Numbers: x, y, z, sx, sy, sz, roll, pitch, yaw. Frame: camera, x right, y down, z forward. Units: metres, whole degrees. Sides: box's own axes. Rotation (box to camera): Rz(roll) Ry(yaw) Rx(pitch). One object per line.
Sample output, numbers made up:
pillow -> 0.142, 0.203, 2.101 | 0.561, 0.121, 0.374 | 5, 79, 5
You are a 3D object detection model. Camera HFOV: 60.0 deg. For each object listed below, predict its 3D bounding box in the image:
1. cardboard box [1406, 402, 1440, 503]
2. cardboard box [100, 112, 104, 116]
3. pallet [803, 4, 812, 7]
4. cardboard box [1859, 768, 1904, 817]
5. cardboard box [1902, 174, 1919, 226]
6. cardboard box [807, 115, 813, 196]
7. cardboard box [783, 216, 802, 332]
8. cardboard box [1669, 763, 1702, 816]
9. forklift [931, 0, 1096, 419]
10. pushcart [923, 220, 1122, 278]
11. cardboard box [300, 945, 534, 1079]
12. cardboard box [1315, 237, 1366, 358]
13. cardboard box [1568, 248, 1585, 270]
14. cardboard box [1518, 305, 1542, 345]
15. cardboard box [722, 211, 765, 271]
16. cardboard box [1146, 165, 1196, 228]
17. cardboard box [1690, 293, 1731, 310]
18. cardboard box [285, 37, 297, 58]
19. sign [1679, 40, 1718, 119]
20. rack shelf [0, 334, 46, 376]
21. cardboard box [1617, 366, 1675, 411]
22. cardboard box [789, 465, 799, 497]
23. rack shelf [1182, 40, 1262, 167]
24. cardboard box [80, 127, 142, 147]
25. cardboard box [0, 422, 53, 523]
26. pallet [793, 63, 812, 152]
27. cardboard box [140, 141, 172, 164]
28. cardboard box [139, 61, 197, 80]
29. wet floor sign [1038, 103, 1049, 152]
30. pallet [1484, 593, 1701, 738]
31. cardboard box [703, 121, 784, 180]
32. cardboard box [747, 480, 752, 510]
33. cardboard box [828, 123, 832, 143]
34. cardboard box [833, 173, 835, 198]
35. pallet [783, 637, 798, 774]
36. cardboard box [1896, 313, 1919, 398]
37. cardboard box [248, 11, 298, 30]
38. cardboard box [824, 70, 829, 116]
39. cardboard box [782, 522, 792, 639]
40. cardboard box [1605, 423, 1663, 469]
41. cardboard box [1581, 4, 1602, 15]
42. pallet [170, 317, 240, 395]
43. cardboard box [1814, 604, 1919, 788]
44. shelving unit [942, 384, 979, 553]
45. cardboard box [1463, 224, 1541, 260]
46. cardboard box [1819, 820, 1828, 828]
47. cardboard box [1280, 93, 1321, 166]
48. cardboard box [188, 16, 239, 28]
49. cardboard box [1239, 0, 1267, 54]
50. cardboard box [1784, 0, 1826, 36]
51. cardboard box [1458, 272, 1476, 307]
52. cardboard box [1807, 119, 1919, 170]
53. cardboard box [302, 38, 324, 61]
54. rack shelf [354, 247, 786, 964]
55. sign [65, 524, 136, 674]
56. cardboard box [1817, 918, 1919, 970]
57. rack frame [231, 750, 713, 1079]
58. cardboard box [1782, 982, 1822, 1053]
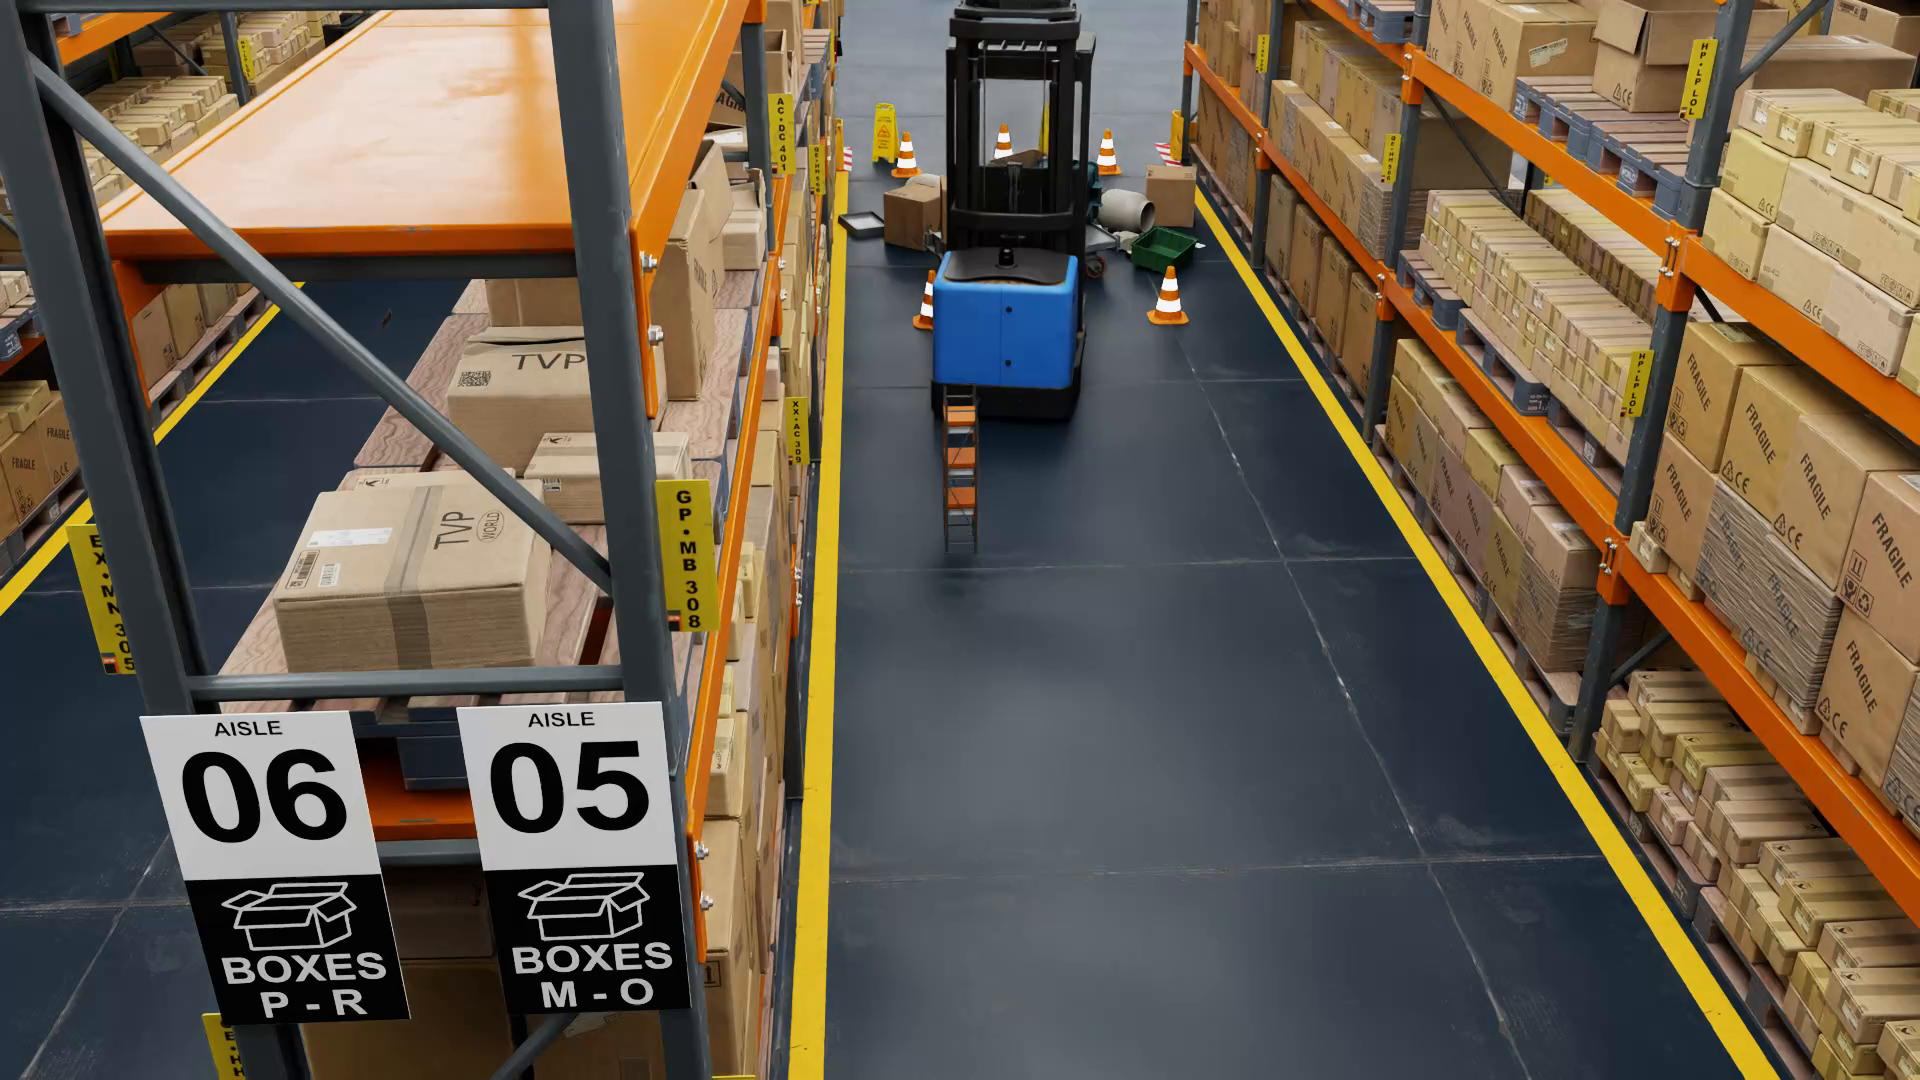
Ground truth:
cardboard box -> 3.261, -0.577, 10.862 | 0.500, 0.500, 0.500 | -1, 28, -2
cardboard box -> -6.837, -3.198, 12.829 | 0.380, 0.149, 0.250 | -2, 28, -3
pallet -> -1.715, -4.226, 12.568 | 1.213, 0.211, 1.003 | -1, 28, -3
cardboard box -> 3.558, 0.879, 6.093 | 0.380, 0.149, 0.250 | -1, 28, -2
cardboard box -> 3.451, -1.131, 5.621 | 0.380, 0.149, 0.250 | 0, 28, 0
cardboard box -> -1.316, -2.714, 11.827 | 0.500, 0.500, 0.500 | 0, 28, 0
cardboard box -> -1.128, -1.453, 9.103 | 0.500, 0.500, 0.500 | -2, 28, -3
cardboard box -> 3.508, 1.130, 7.646 | 0.380, 0.149, 0.250 | -2, 28, -3
forklift -> 0.467, -2.851, 13.048 | 1.130, 2.935, 3.031 | 3, 28, 6
pushcart -> 0.576, -2.661, 15.444 | 1.648, 0.377, 0.936 | -11, 30, -20
cardboard box -> -1.335, 1.092, 4.224 | 0.500, 0.500, 0.500 | 0, 28, -1
cardboard box -> 3.458, -1.940, 13.205 | 1.050, 0.750, 0.750 | -1, 28, -2
cardboard box -> 3.974, -1.694, 10.250 | 0.380, 0.149, 0.250 | -1, 28, -3
cardboard box -> 3.367, -1.212, 9.325 | 0.380, 0.149, 0.250 | -1, 28, -2
cardboard box -> -0.914, -1.091, 6.063 | 0.380, 0.149, 0.250 | -1, 28, -1
cardboard box -> 2.134, -3.497, 16.911 | 0.500, 0.500, 0.500 | 3, 28, 6
cardboard box -> 4.040, -1.229, 9.038 | 0.380, 0.149, 0.250 | -2, 28, -3
cardboard box -> -6.416, -4.585, 15.489 | 0.380, 0.149, 0.250 | -2, 28, -3
sign -> 3.103, -1.936, 6.989 | 0.100, 0.325, 0.005 | -1, 28, -3
rack shelf -> -6.342, -0.534, 9.308 | 1.077, 0.370, 4.000 | -1, 28, -3
cardboard box -> 3.442, -0.736, 8.092 | 0.380, 0.149, 0.250 | 0, 28, 0
cardboard box -> -1.022, -0.416, 7.926 | 0.500, 0.250, 0.500 | -2, 28, -4
rack shelf -> 3.135, -4.516, 16.943 | 1.077, 0.370, 4.000 | -1, 28, -3
cardboard box -> -6.357, -2.976, 12.404 | 0.380, 0.149, 0.250 | -1, 28, -3
cardboard box -> -6.194, -0.433, 10.586 | 0.500, 0.500, 0.500 | -2, 28, -3
pallet -> -1.341, -2.332, 8.938 | 1.003, 0.211, 1.213 | 0, 28, 0
cardboard box -> -6.311, -2.851, 12.595 | 0.500, 0.250, 0.500 | -1, 28, -2
cardboard box -> -6.928, -4.098, 14.554 | 0.380, 0.149, 0.250 | -2, 28, -3
wet floor sign -> 1.052, -4.681, 19.026 | 0.267, 0.644, 0.232 | -6, 28, -11
pallet -> 3.615, 0.660, 9.257 | 1.003, 0.211, 1.213 | -1, 28, -3
cardboard box -> -0.957, -1.747, 7.304 | 0.396, 0.266, 0.258 | -2, 28, -3
cardboard box -> -0.958, -0.221, 6.039 | 0.380, 0.149, 0.250 | -2, 28, -3
cardboard box -> -1.435, -3.908, 16.006 | 0.380, 0.149, 0.250 | 0, 28, -1
cardboard box -> -1.544, -3.712, 17.143 | 0.500, 0.250, 0.500 | -2, 28, -4
pallet -> -1.396, 0.831, 8.929 | 1.003, 0.211, 1.213 | -1, 28, -3
cardboard box -> 3.485, -0.547, 5.474 | 0.500, 0.250, 0.500 | 0, 28, 0
cardboard box -> -6.553, -4.950, 15.865 | 0.380, 0.149, 0.250 | -1, 28, -2
cardboard box -> -1.443, -4.132, 14.998 | 0.500, 0.500, 0.500 | -1, 28, -3
cardboard box -> -1.001, 0.113, 7.182 | 0.500, 0.500, 0.500 | -1, 28, -2
cardboard box -> 3.439, -0.471, 8.226 | 0.380, 0.149, 0.250 | -2, 28, -4
cardboard box -> 3.793, -2.719, 9.369 | 0.500, 0.500, 0.500 | -1, 28, -3
pallet -> -6.511, -1.483, 13.366 | 1.003, 0.211, 1.213 | -1, 28, -3
cardboard box -> 3.512, 0.550, 6.022 | 0.500, 0.500, 0.500 | 0, 28, 0
shelving unit -> 0.003, -0.441, 10.460 | 0.215, 1.050, 0.252 | -1, 28, -3
cardboard box -> 3.318, -1.825, 10.180 | 0.380, 0.149, 0.250 | -3, 28, -5
cardboard box -> 3.965, 1.233, 7.450 | 0.380, 0.149, 0.250 | -1, 28, -2
cardboard box -> 3.026, -3.473, 14.058 | 0.500, 0.500, 0.500 | -1, 28, -2
cardboard box -> -7.008, -4.820, 15.617 | 0.380, 0.149, 0.250 | -2, 28, -3
cardboard box -> 3.110, -4.879, 15.532 | 0.875, 0.550, 0.550 | -1, 28, -3
cardboard box -> 7.900, -4.805, 15.209 | 0.500, 0.500, 0.500 | -1, 28, -3
cardboard box -> 3.315, -1.555, 10.305 | 0.380, 0.149, 0.250 | 0, 28, 0
cardboard box -> 3.481, -1.498, 6.325 | 0.380, 0.149, 0.250 | -2, 28, -3
cardboard box -> -6.494, -4.586, 16.191 | 0.500, 0.500, 0.500 | -1, 28, -2
rack shelf -> -1.176, -0.138, 5.306 | 1.077, 0.370, 4.000 | -1, 28, -3
sign -> -1.614, 0.116, 3.169 | 0.100, 0.325, 0.005 | -1, 28, -3
cardboard box -> 3.567, 1.604, 6.417 | 0.380, 0.149, 0.250 | -2, 28, -4
rack frame -> -1.072, 1.796, 4.062 | 1.000, 3.000, 0.127 | -1, 28, -3
cardboard box -> 3.492, 1.873, 6.544 | 0.380, 0.149, 0.250 | -1, 28, -2
